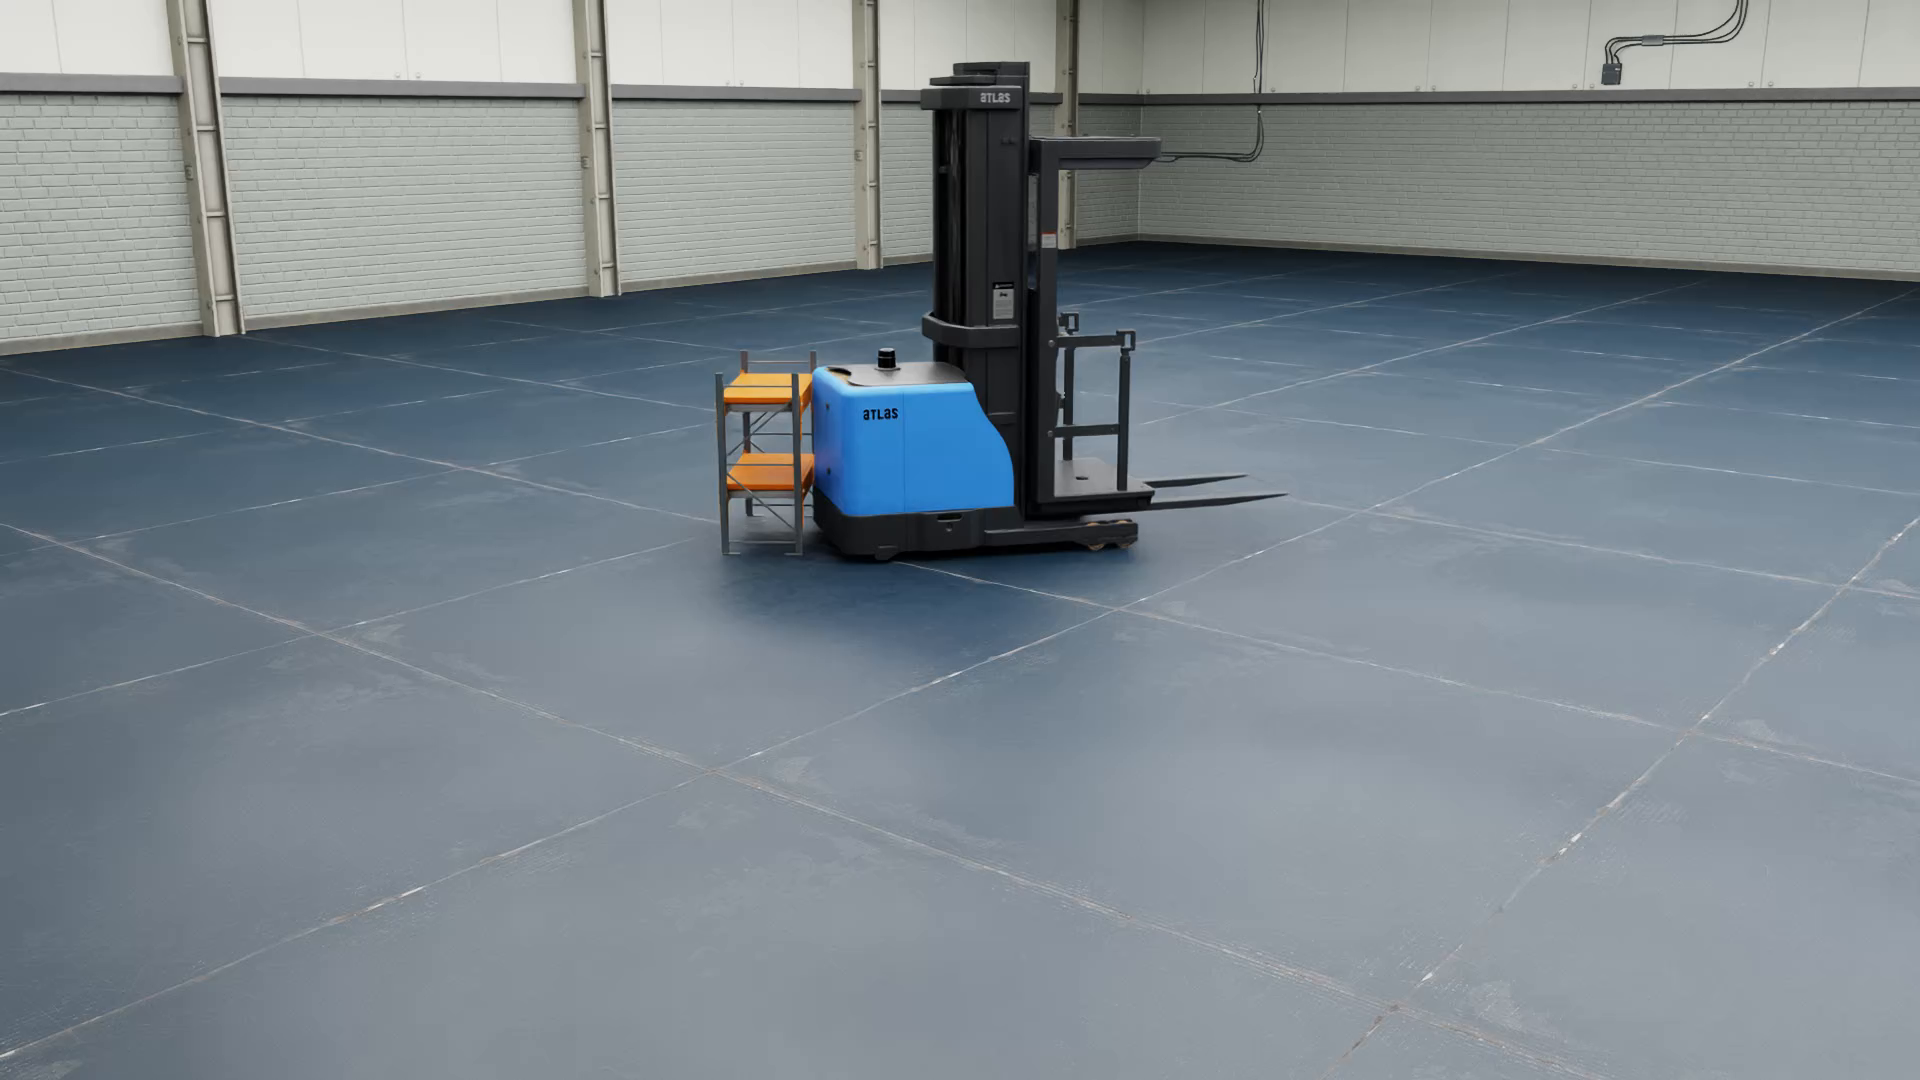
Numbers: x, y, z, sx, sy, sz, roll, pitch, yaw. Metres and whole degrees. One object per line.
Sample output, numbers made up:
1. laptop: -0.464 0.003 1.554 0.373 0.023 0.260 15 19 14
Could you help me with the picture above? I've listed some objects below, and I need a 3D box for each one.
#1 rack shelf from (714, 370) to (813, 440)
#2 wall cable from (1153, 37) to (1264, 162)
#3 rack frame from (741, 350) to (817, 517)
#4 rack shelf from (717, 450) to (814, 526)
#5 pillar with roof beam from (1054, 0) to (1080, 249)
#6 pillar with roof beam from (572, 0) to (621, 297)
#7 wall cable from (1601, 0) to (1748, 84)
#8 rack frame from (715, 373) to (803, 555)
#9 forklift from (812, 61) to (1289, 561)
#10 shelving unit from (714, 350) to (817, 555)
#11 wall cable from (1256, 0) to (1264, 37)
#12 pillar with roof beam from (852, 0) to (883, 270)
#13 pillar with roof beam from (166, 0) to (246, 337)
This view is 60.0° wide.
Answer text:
1. rack shelf: -1.209 -0.865 10.555 0.538 0.278 1.000 0 14 1
2. wall cable: 5.031 -9.227 34.973 3.097 2.526 0.112 11 18 38
3. rack frame: -1.198 -0.707 11.120 0.500 1.125 0.032 0 14 1
4. rack shelf: -1.209 -0.344 10.687 0.538 0.278 1.000 0 14 1
5. pillar with roof beam: 5.499 -9.706 30.553 9.100 9.000 0.400 11 18 38
6. pillar with roof beam: -2.043 -7.408 21.506 9.100 9.000 0.400 11 18 38
7. wall cable: 12.405 -10.908 28.377 2.305 6.003 0.169 11 18 38
8. rack frame: -1.220 -0.456 10.135 0.500 1.125 0.032 0 14 1
9. forklift: 0.618 -1.482 10.506 3.031 2.935 1.130 -4 15 -16
10. shelving unit: -1.209 -0.581 10.627 0.538 1.125 1.048 0 14 1
11. wall cable: 7.135 -11.256 32.703 3.097 2.526 0.112 11 18 38
12. pillar with roof beam: 1.728 -8.557 26.029 9.100 9.000 0.400 11 18 38
13. pillar with roof beam: -5.814 -6.259 16.983 9.100 9.000 0.400 11 18 38
